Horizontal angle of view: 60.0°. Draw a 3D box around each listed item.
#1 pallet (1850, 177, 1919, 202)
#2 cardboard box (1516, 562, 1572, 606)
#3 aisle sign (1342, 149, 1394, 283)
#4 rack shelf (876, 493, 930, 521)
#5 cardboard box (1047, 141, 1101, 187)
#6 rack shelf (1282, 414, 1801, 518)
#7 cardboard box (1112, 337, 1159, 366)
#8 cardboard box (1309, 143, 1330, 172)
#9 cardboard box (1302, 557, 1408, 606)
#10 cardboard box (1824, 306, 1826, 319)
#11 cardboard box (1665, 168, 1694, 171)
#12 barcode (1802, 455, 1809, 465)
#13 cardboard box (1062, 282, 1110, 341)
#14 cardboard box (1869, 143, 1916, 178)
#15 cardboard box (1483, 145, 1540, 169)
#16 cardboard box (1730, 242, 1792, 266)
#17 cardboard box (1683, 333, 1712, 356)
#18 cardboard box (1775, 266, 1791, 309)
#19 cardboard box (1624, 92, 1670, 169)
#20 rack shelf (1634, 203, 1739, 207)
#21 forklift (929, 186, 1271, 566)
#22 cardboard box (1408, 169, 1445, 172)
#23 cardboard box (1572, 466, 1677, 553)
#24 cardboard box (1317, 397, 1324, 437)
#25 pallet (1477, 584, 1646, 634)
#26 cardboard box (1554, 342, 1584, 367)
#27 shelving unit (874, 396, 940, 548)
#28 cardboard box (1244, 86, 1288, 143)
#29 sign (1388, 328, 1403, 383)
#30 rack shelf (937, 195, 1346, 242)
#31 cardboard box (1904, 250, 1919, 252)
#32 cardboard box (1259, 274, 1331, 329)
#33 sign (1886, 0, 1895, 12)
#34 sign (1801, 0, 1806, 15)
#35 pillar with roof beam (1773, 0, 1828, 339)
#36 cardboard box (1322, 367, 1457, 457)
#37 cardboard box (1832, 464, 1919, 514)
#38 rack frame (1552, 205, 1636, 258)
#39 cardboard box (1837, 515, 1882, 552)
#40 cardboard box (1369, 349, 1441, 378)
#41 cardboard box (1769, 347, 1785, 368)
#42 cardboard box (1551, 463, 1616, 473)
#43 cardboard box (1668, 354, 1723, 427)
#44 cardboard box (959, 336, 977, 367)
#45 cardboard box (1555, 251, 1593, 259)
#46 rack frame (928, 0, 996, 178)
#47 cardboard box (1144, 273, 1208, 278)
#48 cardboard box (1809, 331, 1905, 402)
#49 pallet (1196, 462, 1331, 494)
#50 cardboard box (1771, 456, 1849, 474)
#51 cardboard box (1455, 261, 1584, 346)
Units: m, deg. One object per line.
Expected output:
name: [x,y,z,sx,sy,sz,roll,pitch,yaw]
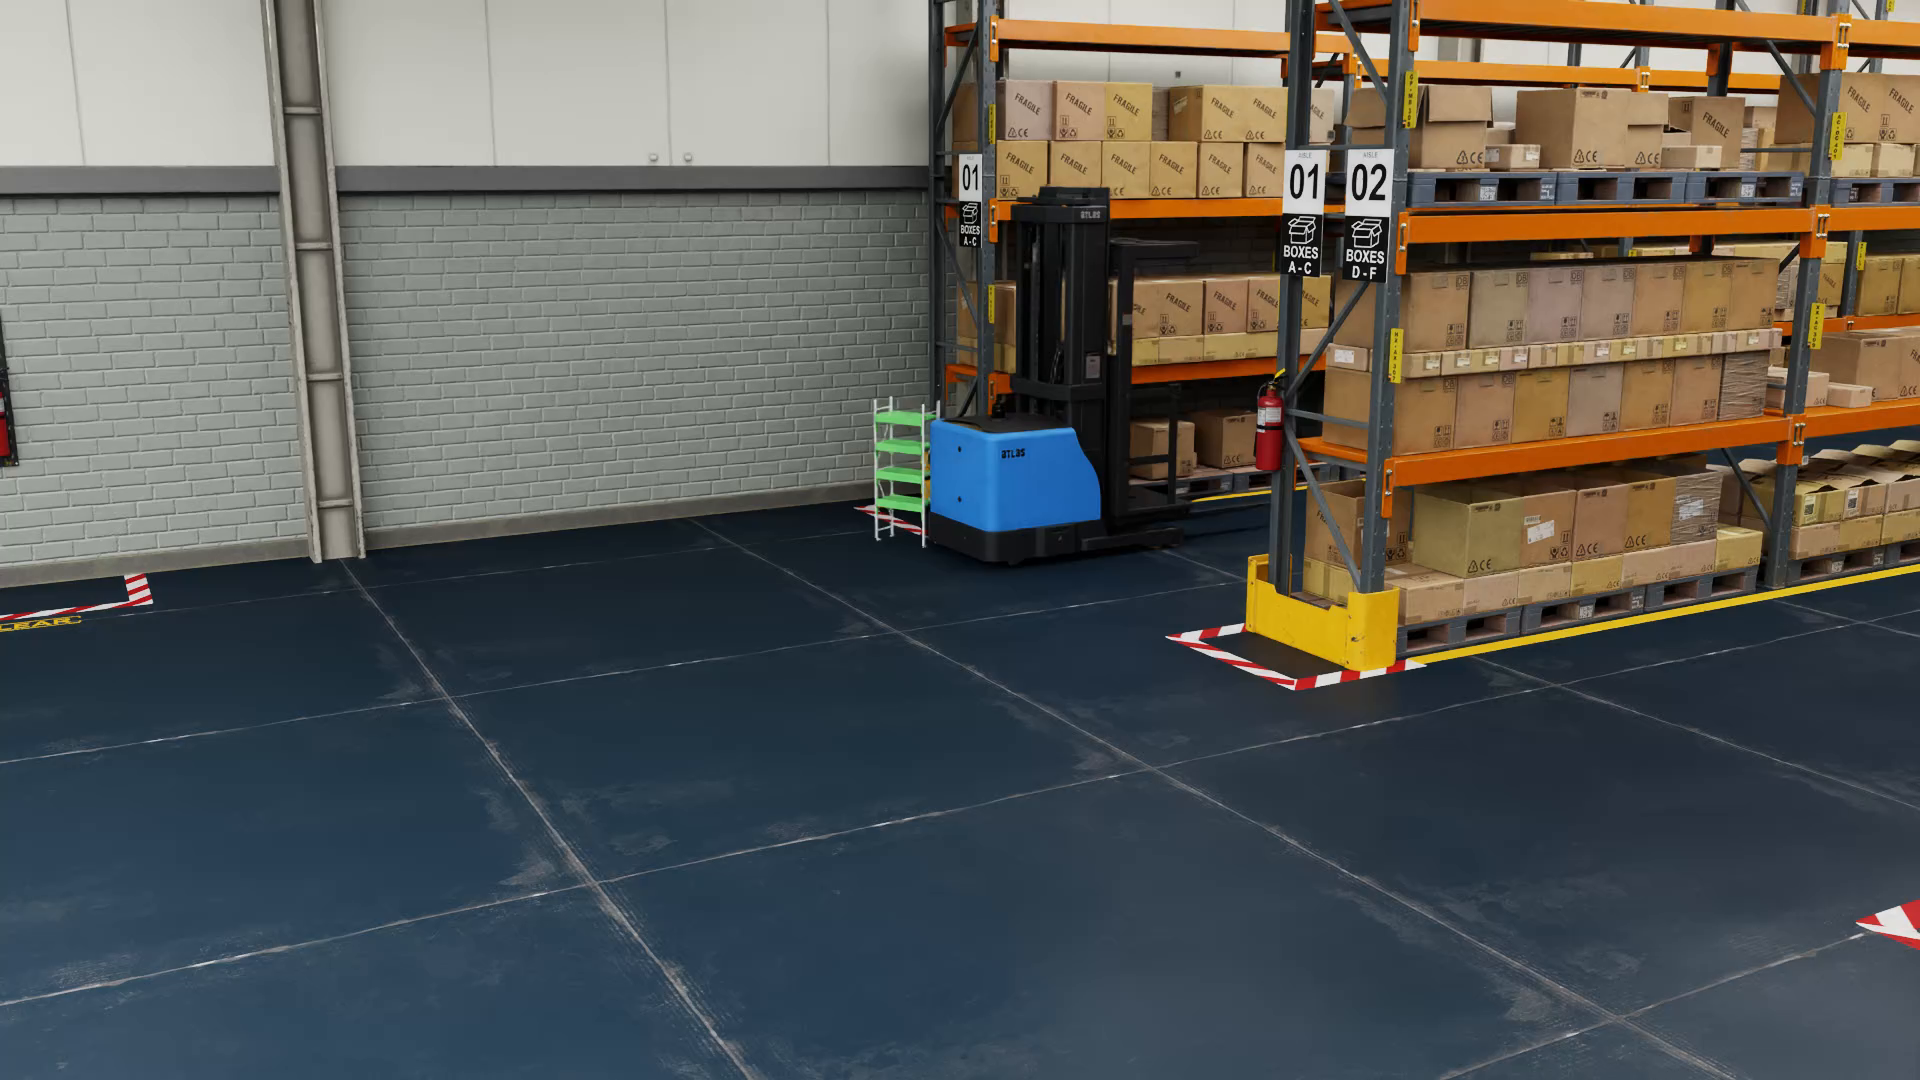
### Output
pallet: [7.875,-2.772,13.193,1.213,0.211,1.003,-6,14,-25]
cardboard box: [3.839,0.251,11.467,0.500,0.250,0.500,-7,14,-28]
aisle sign: [2.475,-1.968,10.102,0.004,0.787,0.394,-7,14,-28]
rack shelf: [-0.442,-0.278,13.996,0.480,0.148,0.258,8,15,33]
cardboard box: [0.911,-3.279,14.741,0.500,0.500,0.500,-6,14,-24]
rack shelf: [4.141,-0.625,11.694,4.000,0.370,1.077,-7,14,-28]
cardboard box: [1.488,-1.757,15.379,0.500,0.250,0.500,-7,15,-29]
cardboard box: [3.193,-3.562,15.999,0.500,0.500,0.500,-6,14,-26]
cardboard box: [2.715,0.257,11.440,0.500,0.250,0.500,-7,14,-28]
cardboard box: [10.170,-2.749,20.017,0.250,0.149,0.380,-7,14,-27]
cardboard box: [7.869,-4.417,18.840,0.500,0.500,0.700,-8,15,-31]
barcode: [6.320,-0.597,12.434,0.075,0.075,0.001,-7,14,-28]
cardboard box: [1.011,-2.065,15.041,0.500,0.500,0.500,-7,14,-28]
cardboard box: [6.923,-2.903,12.730,0.500,0.250,0.500,-8,15,-33]
cardboard box: [3.503,-2.470,10.716,0.250,0.149,0.380,-7,14,-28]
cardboard box: [9.353,-3.348,19.496,0.500,0.250,0.500,-7,14,-27]
cardboard box: [5.084,-1.401,11.796,0.250,0.149,0.380,-7,14,-28]
cardboard box: [9.369,-2.982,19.578,0.500,0.500,0.500,-7,14,-28]
cardboard box: [4.391,-2.825,11.486,0.637,0.503,0.797,-5,14,-22]
rack shelf: [8.786,-3.885,19.345,4.000,0.370,1.077,-7,14,-28]
forklift: [1.277,-1.442,13.841,3.031,2.935,1.130,-7,15,-29]
cardboard box: [4.579,-3.873,16.900,0.500,0.311,0.500,-6,14,-26]
cardboard box: [4.713,-0.221,11.859,0.500,0.500,0.500,-7,14,-28]
cardboard box: [4.158,-1.217,17.375,0.500,0.500,0.700,-6,14,-26]
pallet: [4.106,0.378,11.946,1.213,0.211,1.003,-7,14,-28]
cardboard box: [3.963,-1.267,11.201,0.250,0.149,0.380,-7,14,-29]
shelving unit: [-0.442,-0.575,13.929,0.503,1.200,0.258,8,15,33]
cardboard box: [2.731,-3.986,15.605,0.500,0.500,0.500,-6,14,-25]
sign: [2.646,-1.119,10.099,0.005,0.325,0.100,-7,14,-28]
rack shelf: [1.764,-3.043,15.605,4.000,0.370,1.077,-7,14,-28]
cardboard box: [12.977,-3.415,21.771,0.700,0.700,0.980,-7,14,-28]
cardboard box: [3.253,-2.334,16.237,0.500,0.500,0.500,-7,14,-28]
sign: [10.812,-6.300,19.301,0.005,0.325,0.100,-7,14,-28]
sign: [10.297,-6.552,20.238,0.005,0.325,0.100,-7,14,-28]
pillar with roof beam: [12.804,-5.320,17.253,0.400,9.000,9.100,-7,14,-28]
cardboard box: [2.802,-0.861,10.877,0.500,0.500,0.700,-7,14,-28]
cardboard box: [7.274,-0.426,13.197,0.500,0.311,0.500,-7,15,-30]
rack frame: [7.031,-2.562,18.660,0.127,3.000,1.000,-7,14,-28]
cardboard box: [6.819,-0.098,13.020,0.500,0.250,0.500,-6,14,-26]
cardboard box: [2.833,-1.131,10.597,0.250,0.149,0.380,-7,14,-28]
cardboard box: [9.255,-1.951,19.887,0.750,0.750,0.750,-6,14,-26]
cardboard box: [4.462,-0.322,12.308,0.500,0.500,0.500,-7,14,-28]
cardboard box: [5.050,-1.131,12.075,0.500,0.500,0.700,-7,14,-28]
cardboard box: [0.326,-1.743,15.320,0.500,0.250,0.500,-7,14,-27]
cardboard box: [6.742,-3.100,18.343,0.250,0.149,0.380,-9,16,-35]
rack frame: [0.009,-4.647,14.262,0.127,3.000,1.000,-7,14,-28]
cardboard box: [2.111,-2.329,16.215,0.500,0.500,0.500,-6,14,-26]
cardboard box: [7.041,-1.369,13.131,0.500,0.500,0.500,-6,14,-24]
pallet: [2.947,-0.703,16.753,1.213,0.211,1.003,-7,14,-28]
cardboard box: [7.008,-0.530,13.659,0.500,0.311,0.500,-7,14,-28]
cardboard box: [3.749,-1.609,11.246,0.500,0.500,0.700,-7,14,-28]
